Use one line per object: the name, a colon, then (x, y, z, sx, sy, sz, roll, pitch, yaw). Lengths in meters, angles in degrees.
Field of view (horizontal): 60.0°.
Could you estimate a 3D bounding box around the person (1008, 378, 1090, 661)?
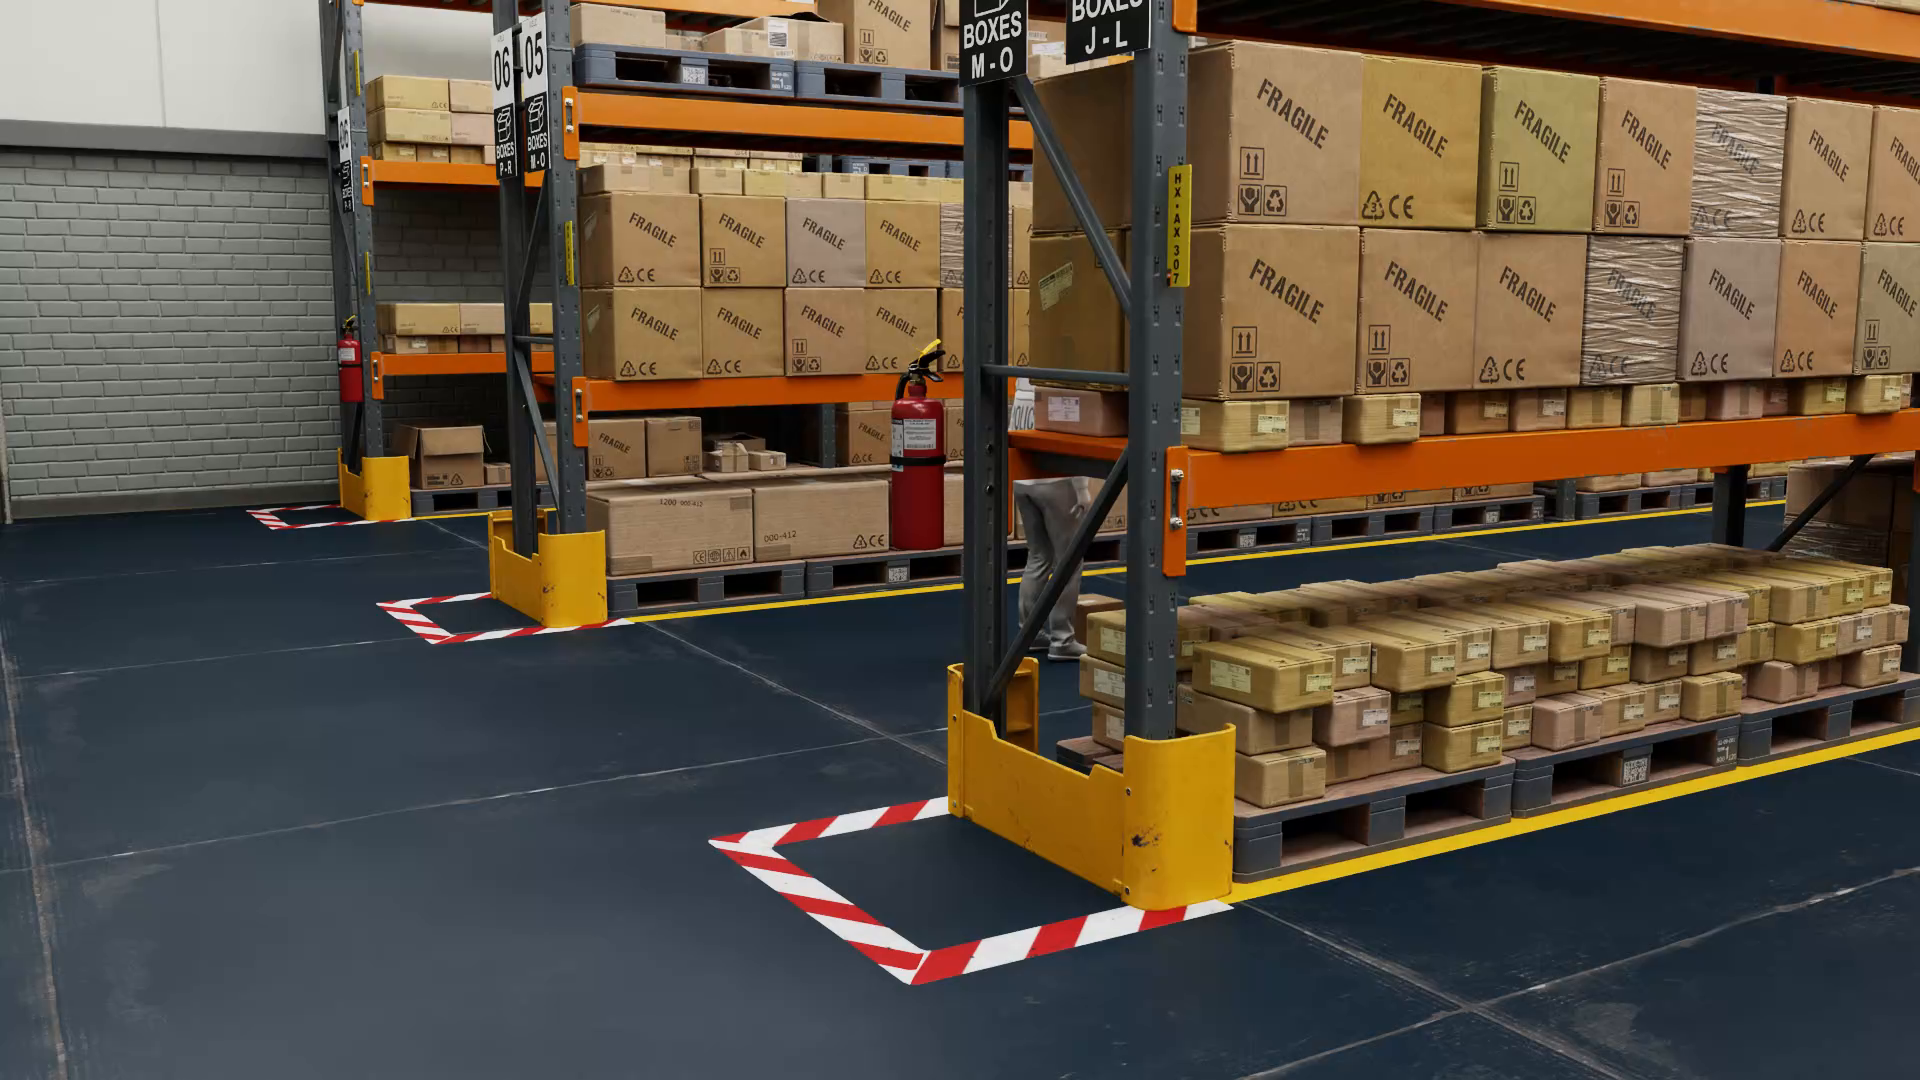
person: (0.439, -0.259, 8.105, 0.375, 1.661, 0.527, -5, 10, -33)
